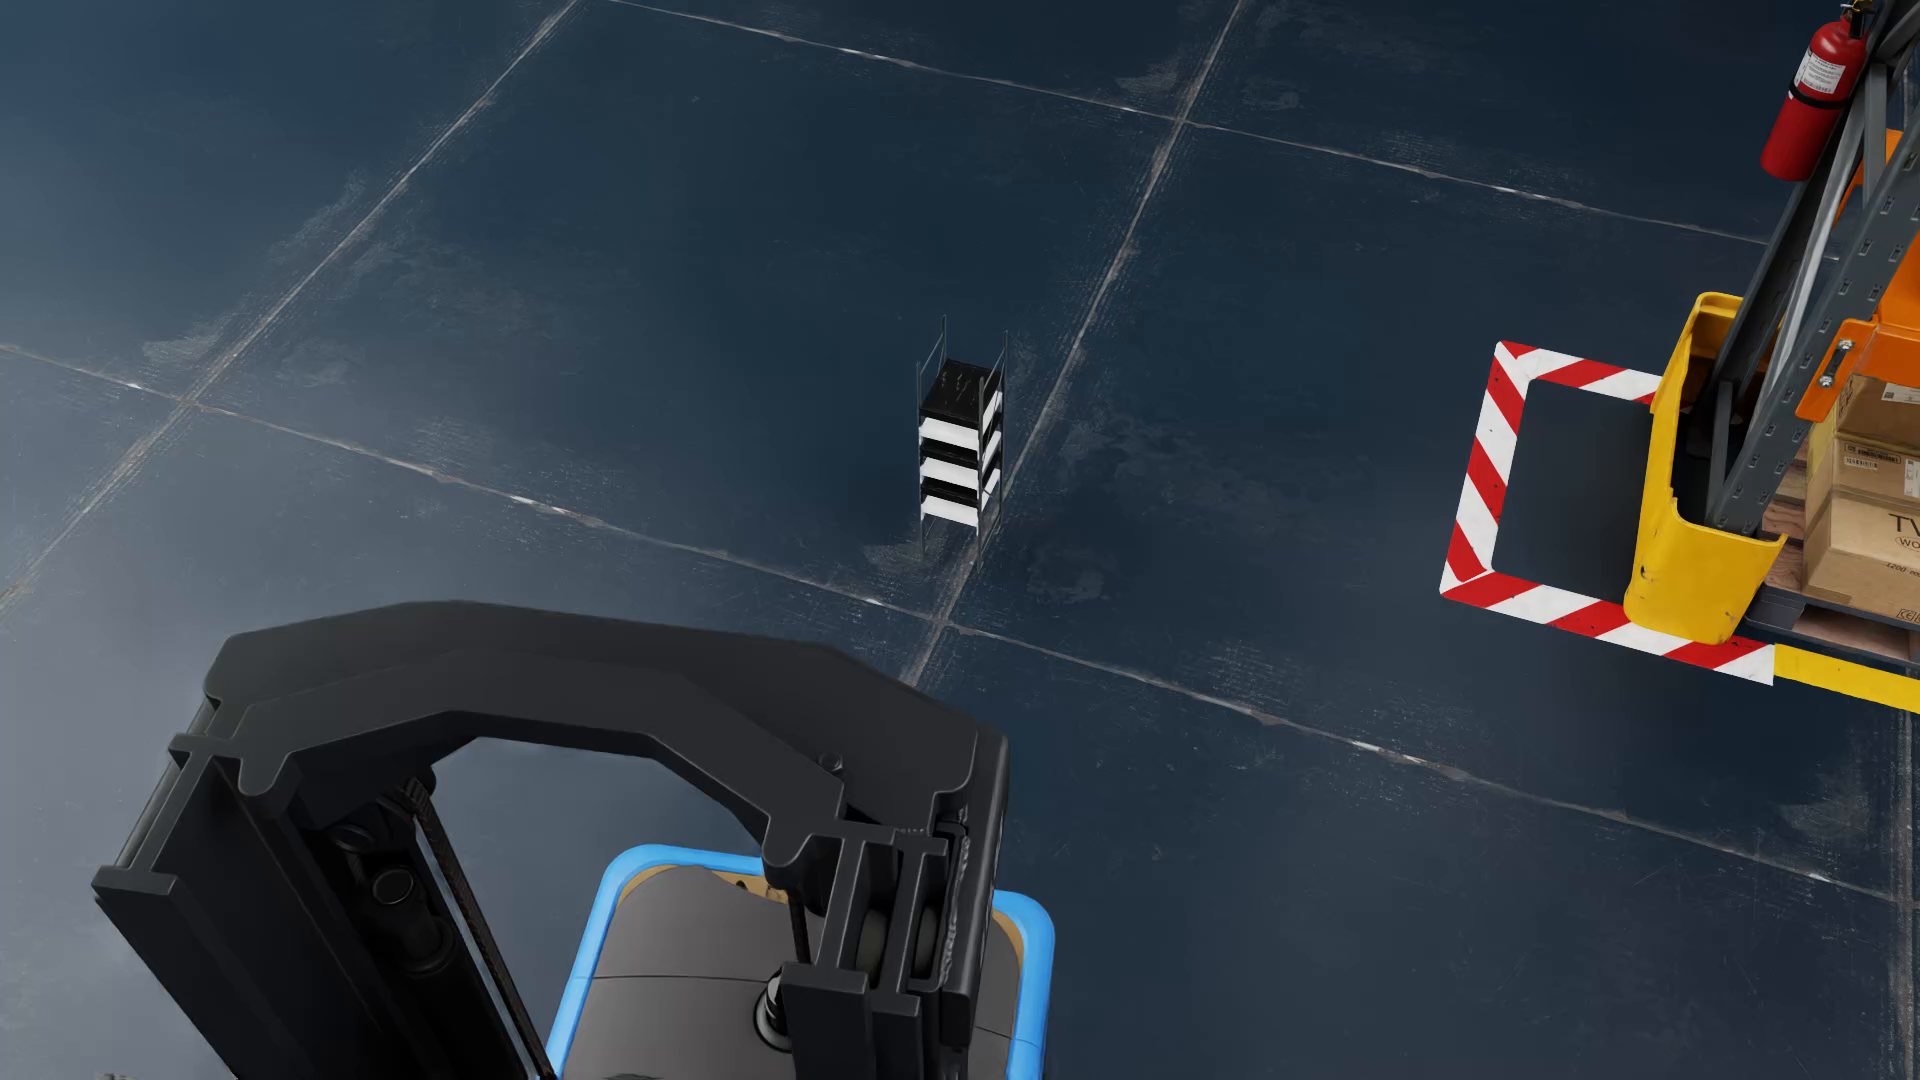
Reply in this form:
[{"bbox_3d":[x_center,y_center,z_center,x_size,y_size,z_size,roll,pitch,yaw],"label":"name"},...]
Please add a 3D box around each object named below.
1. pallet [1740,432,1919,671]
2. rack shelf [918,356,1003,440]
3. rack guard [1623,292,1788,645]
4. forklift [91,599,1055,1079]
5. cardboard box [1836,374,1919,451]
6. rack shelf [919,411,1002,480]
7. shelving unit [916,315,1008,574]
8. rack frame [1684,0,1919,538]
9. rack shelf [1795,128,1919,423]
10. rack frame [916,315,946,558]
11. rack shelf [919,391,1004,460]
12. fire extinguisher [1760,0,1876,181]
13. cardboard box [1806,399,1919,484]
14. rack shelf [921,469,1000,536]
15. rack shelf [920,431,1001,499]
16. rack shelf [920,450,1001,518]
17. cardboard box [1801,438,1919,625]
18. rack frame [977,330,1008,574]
[{"bbox_3d":[3.313,0.008,5.603,1.213,0.211,1.003,16,51,13],"label":"pallet"},{"bbox_3d":[0.008,-0.448,5.229,0.200,0.077,0.258,16,51,13],"label":"rack shelf"},{"bbox_3d":[2.558,-0.263,5.647,0.348,0.500,1.175,16,51,13],"label":"rack guard"},{"bbox_3d":[-0.508,1.578,2.442,1.130,2.935,3.031,7,49,6],"label":"forklift"},{"bbox_3d":[3.187,-0.629,5.355,0.500,0.500,0.500,16,51,13],"label":"cardboard box"},{"bbox_3d":[0.008,-0.330,5.365,0.200,0.077,0.258,16,51,13],"label":"rack shelf"},{"bbox_3d":[0.008,-0.293,5.408,0.210,0.900,0.258,16,51,13],"label":"shelving unit"},{"bbox_3d":[2.581,-1.075,4.697,0.127,3.000,1.000,16,51,13],"label":"rack frame"},{"bbox_3d":[4.457,-0.316,4.515,4.000,0.370,1.077,16,51,13],"label":"rack shelf"},{"bbox_3d":[-0.088,-0.319,5.431,0.006,0.900,0.240,16,51,13],"label":"rack frame"},{"bbox_3d":[0.008,-0.389,5.297,0.200,0.077,0.258,16,51,13],"label":"rack shelf"},{"bbox_3d":[2.631,-1.410,5.039,0.183,0.674,0.296,16,51,13],"label":"fire extinguisher"},{"bbox_3d":[3.186,-0.381,5.637,0.500,0.250,0.500,16,51,13],"label":"cardboard box"},{"bbox_3d":[0.008,-0.153,5.569,0.200,0.077,0.258,16,51,13],"label":"rack shelf"},{"bbox_3d":[0.008,-0.271,5.433,0.200,0.077,0.258,16,51,13],"label":"rack shelf"},{"bbox_3d":[0.008,-0.212,5.501,0.200,0.077,0.258,16,51,13],"label":"rack shelf"},{"bbox_3d":[3.007,-0.014,5.319,0.500,0.250,0.500,16,51,13],"label":"cardboard box"},{"bbox_3d":[0.103,-0.266,5.385,0.006,0.900,0.240,16,51,13],"label":"rack frame"}]
